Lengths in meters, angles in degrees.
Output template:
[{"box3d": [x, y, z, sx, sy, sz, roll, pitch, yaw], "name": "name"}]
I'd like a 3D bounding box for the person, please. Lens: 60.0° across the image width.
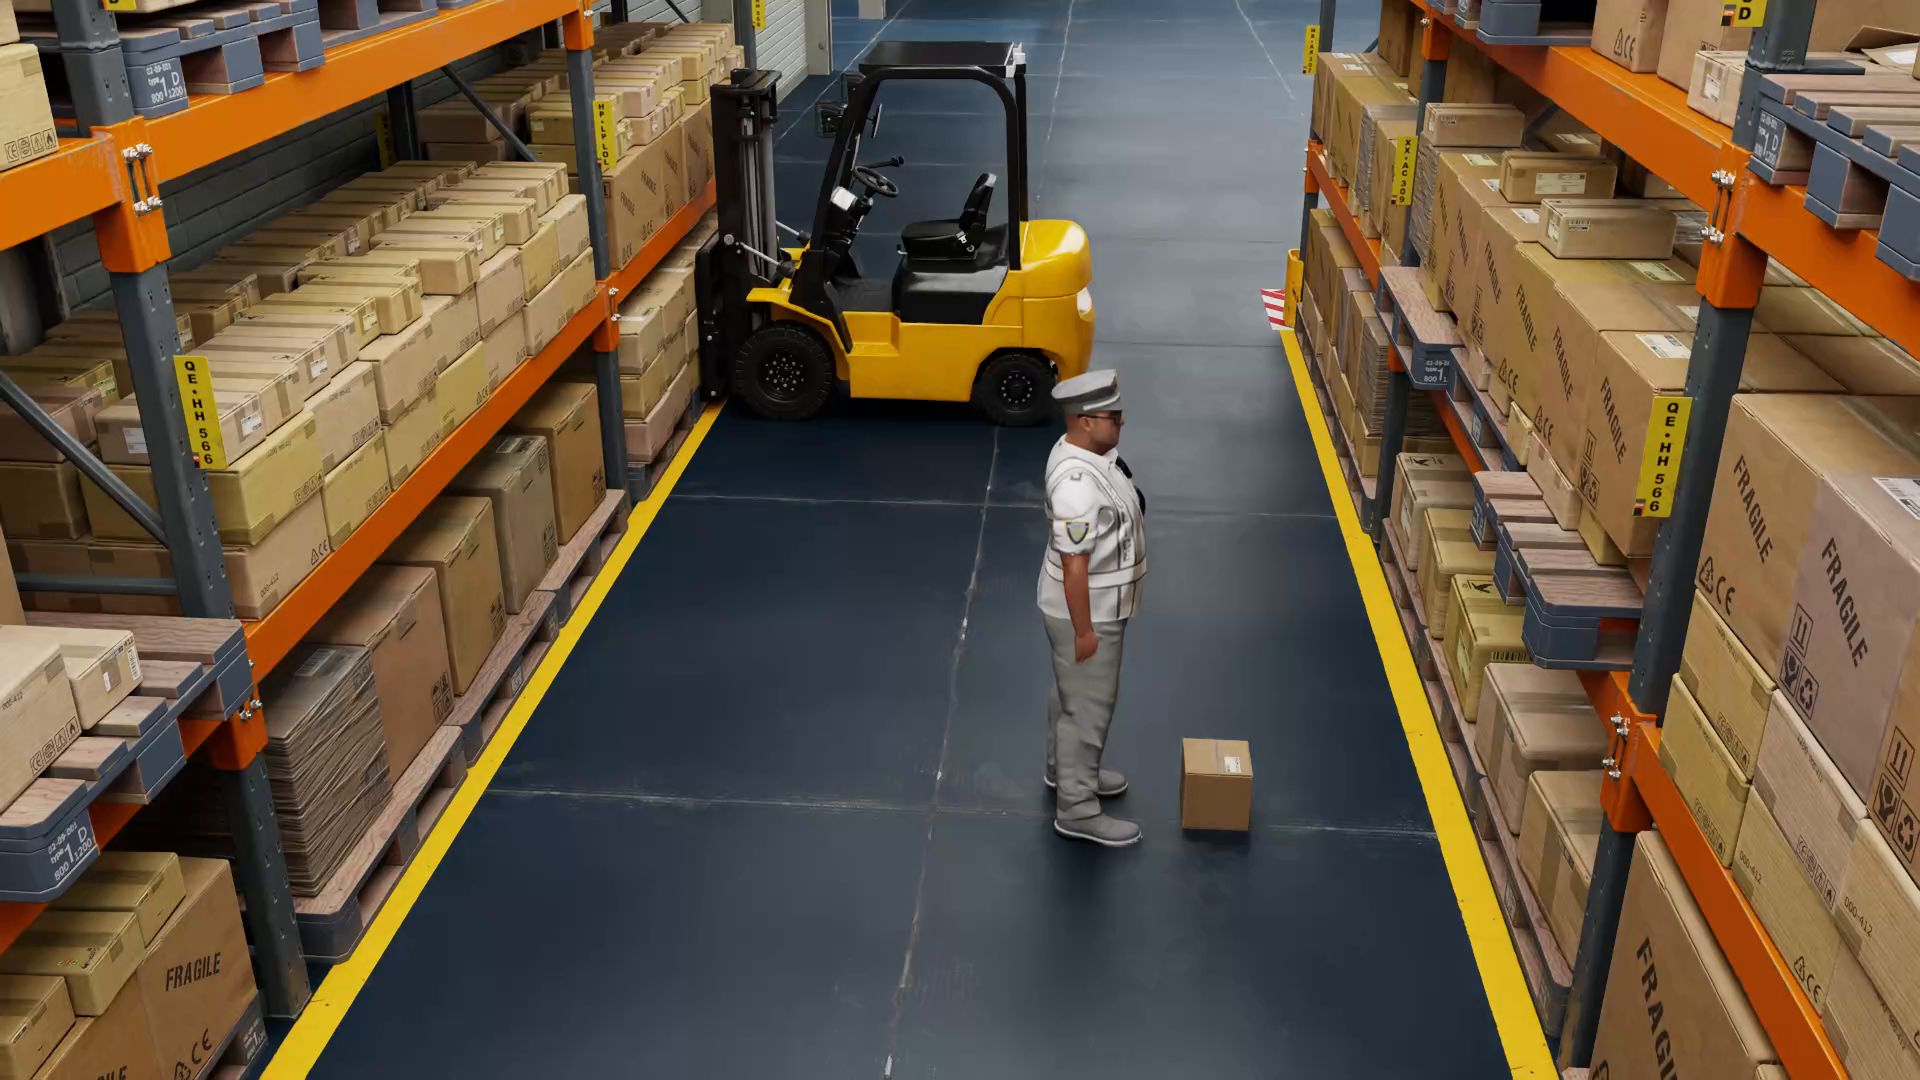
[{"box3d": [0.490, 0.234, 6.073, 0.418, 1.775, 0.536, 2, 24, 5], "name": "person"}]
